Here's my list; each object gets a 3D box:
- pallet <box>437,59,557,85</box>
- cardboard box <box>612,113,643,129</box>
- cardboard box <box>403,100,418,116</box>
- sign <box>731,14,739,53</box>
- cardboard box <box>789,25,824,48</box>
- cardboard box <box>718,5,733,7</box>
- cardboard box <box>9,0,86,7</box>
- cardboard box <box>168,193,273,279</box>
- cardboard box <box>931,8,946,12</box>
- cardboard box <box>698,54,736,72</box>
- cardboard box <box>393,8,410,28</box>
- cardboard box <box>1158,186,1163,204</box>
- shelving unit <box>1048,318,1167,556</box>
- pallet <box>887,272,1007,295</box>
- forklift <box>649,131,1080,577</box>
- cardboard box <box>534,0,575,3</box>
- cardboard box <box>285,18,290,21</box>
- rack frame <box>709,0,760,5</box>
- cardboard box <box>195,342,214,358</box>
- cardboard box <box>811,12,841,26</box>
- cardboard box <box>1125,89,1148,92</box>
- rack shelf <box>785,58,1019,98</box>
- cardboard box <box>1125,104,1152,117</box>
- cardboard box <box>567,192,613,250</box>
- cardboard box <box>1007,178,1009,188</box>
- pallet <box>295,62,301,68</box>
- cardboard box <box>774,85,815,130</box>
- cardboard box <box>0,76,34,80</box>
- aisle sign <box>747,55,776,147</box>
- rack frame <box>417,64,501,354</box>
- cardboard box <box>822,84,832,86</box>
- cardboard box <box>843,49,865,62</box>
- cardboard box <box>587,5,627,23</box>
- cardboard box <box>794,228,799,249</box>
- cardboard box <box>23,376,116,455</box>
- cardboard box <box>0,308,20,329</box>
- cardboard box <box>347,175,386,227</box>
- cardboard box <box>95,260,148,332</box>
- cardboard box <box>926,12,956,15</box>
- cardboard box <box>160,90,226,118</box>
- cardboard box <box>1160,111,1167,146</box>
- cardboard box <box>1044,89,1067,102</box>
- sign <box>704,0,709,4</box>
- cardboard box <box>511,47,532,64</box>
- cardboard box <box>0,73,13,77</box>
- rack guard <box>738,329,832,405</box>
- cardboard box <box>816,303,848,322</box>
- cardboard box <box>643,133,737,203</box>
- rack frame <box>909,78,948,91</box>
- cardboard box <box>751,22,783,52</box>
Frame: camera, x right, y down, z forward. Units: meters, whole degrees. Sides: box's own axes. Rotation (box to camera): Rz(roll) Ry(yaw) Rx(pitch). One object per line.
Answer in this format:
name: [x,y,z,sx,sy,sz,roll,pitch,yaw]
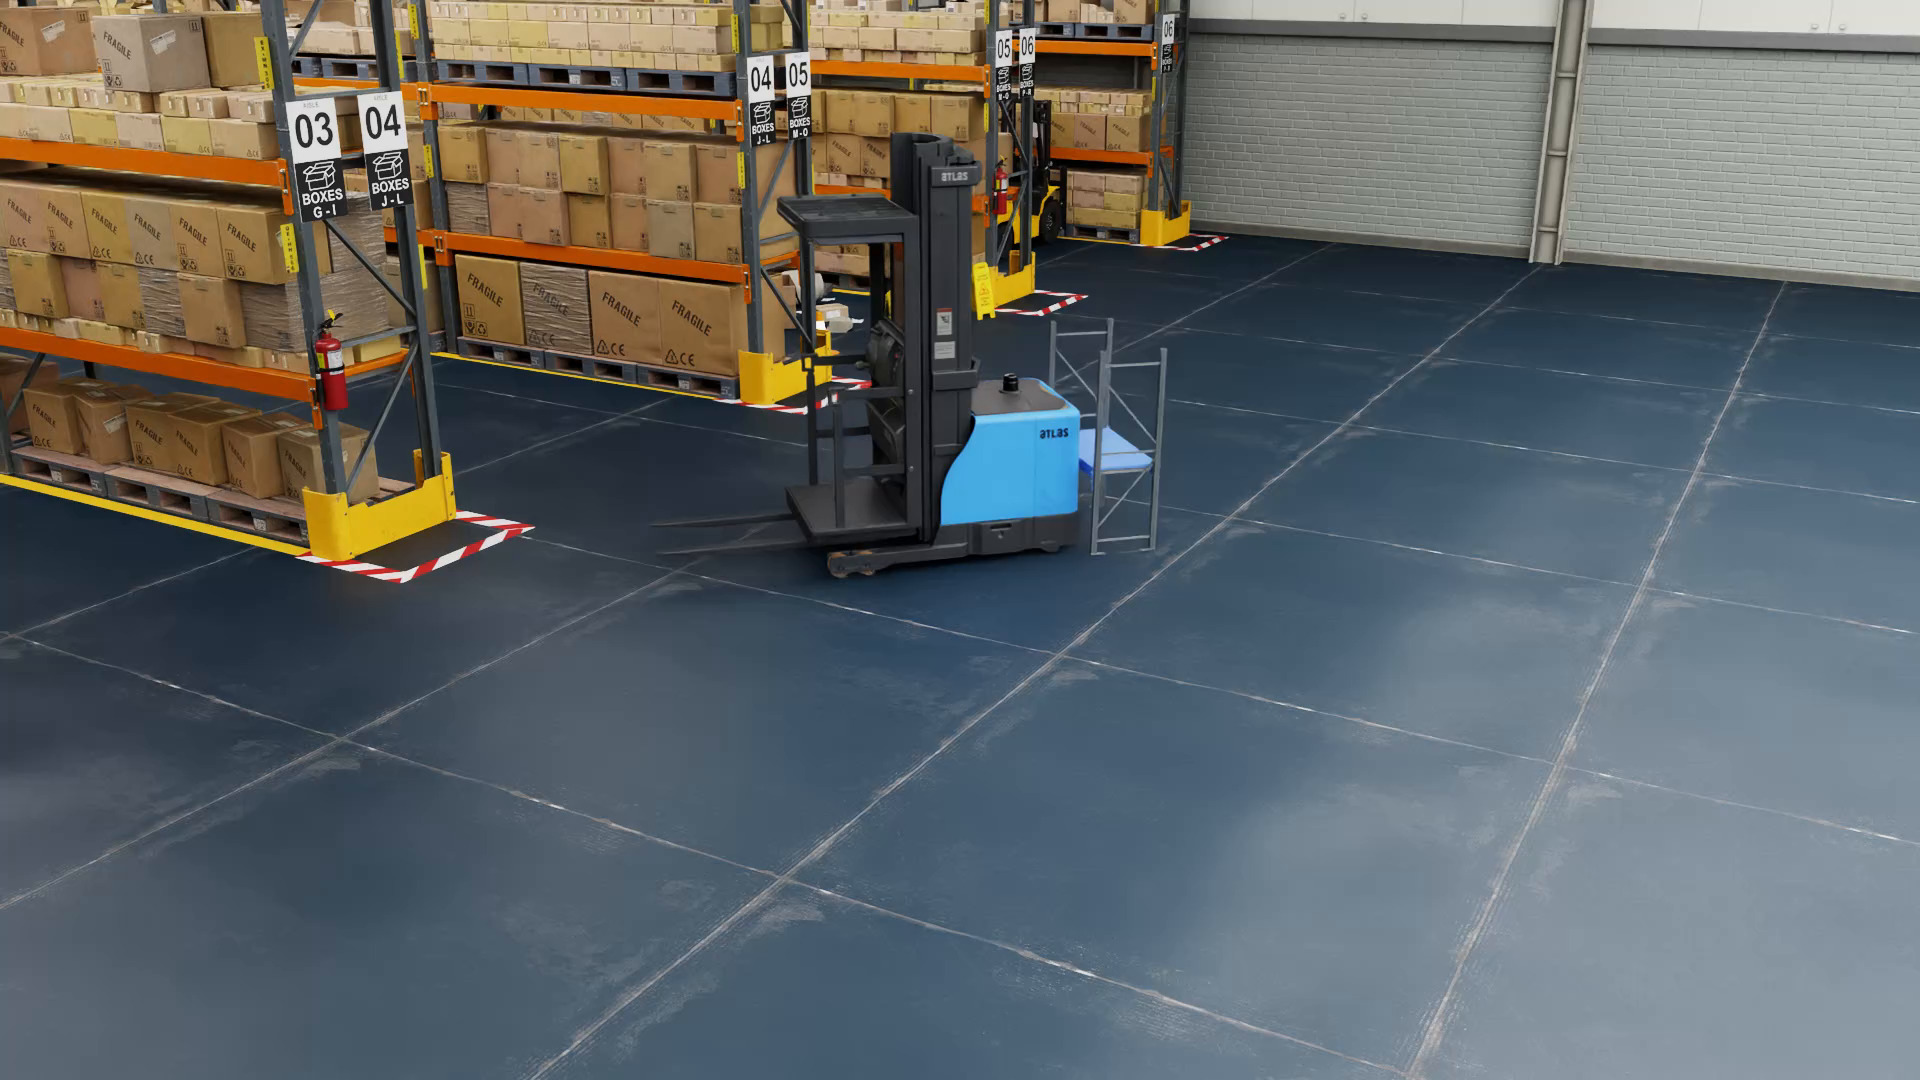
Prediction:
pallet: [-4.513,-4.791,16.906,1.213,0.211,1.003,11,23,27]
cardboard box: [-4.293,-5.615,22.247,0.500,0.500,0.500,12,23,29]
cardboard box: [-7.850,-6.410,24.025,0.500,0.500,0.500,11,23,27]
sign: [-2.007,-4.527,14.864,0.005,0.325,0.100,11,23,27]
cardboard box: [-1.760,-6.207,20.463,0.500,0.250,0.500,11,23,28]
cardboard box: [-2.085,-5.000,15.789,0.250,0.149,0.380,11,23,28]
cardboard box: [-10.922,-6.253,20.037,0.637,0.503,0.797,10,22,27]
cardboard box: [-5.277,-2.193,11.964,0.500,0.500,0.500,11,23,27]
cardboard box: [-0.235,-7.902,24.958,0.250,0.149,0.380,11,23,28]
cardboard box: [-2.186,-4.388,15.269,0.250,0.149,0.380,11,23,27]
cardboard box: [-7.762,-7.387,23.513,0.258,0.266,0.396,10,22,26]
cardboard box: [2.704,-5.145,24.835,0.500,0.250,0.500,11,23,28]
shelving unit: [1.050,-0.785,12.316,0.538,1.500,1.048,-5,20,-16]
pallet: [-0.163,-3.235,20.973,1.213,0.211,1.003,11,23,27]
forklift: [-0.707,-1.317,11.698,3.031,2.935,1.130,-5,21,-15]
cardboard box: [-4.090,-5.382,16.840,0.250,0.149,0.380,11,23,28]
cardboard box: [-7.656,-5.755,18.802,0.500,0.311,0.500,11,23,27]
rack frame: [-2.896,-7.873,20.872,0.127,3.000,1.000,11,23,27]
cardboard box: [-5.457,-1.473,12.396,0.250,0.149,0.380,11,23,27]
cardboard box: [-1.617,-6.370,20.326,0.250,0.149,0.380,10,22,26]
cardboard box: [2.622,-6.540,24.461,0.250,0.149,0.380,12,23,29]
rack shelf: [-1.150,-5.792,20.589,4.000,0.370,1.077,11,23,27]
cardboard box: [2.574,-6.192,23.938,0.250,0.149,0.380,11,23,28]
cardboard box: [-3.478,-3.307,16.863,0.500,0.550,0.875,11,23,27]
cardboard box: [0.400,-4.387,20.430,0.250,0.149,0.380,11,23,28]
pallet: [-8.126,-5.457,18.889,1.003,0.211,1.213,12,23,30]
cardboard box: [-2.183,-5.480,21.025,0.500,0.500,0.700,11,23,28]
cardboard box: [-7.330,-3.460,12.740,0.250,0.149,0.380,10,22,25]
aisle sign: [-1.815,-4.018,15.230,0.004,0.787,0.394,11,23,27]
rack frame: [-5.222,-3.562,17.786,0.127,3.000,1.000,11,23,27]
cardboard box: [-2.239,-7.305,27.005,0.250,0.149,0.380,12,23,29]
cardboard box: [-1.215,-5.898,20.194,0.250,0.149,0.380,10,22,27]
cardboard box: [-3.300,-4.975,15.718,0.250,0.149,0.380,10,22,27]
cardboard box: [-2.040,-4.046,21.437,0.500,0.500,0.500,12,23,29]
cardboard box: [-7.400,-1.046,13.900,0.500,0.500,0.500,10,22,26]
cardboard box: [-7.477,-1.813,13.334,0.250,0.149,0.380,11,23,27]
cardboard box: [-6.249,-3.700,18.021,0.500,0.500,0.500,11,22,27]
cardboard box: [-6.045,-1.954,12.769,0.500,0.500,0.875,11,23,27]
cardboard box: [-0.214,-6.335,20.231,0.250,0.149,0.380,11,23,27]
cardboard box: [-5.325,-3.043,11.592,0.250,0.149,0.380,11,23,28]
cardboard box: [2.716,-6.078,24.575,0.500,0.500,0.500,12,23,29]
cardboard box: [1.434,-6.537,24.452,0.250,0.149,0.380,11,23,28]
sign: [-3.164,-6.725,20.771,0.005,0.325,0.100,11,23,27]
cardboard box: [-4.181,-4.768,16.318,0.250,0.149,0.380,10,22,26]
cardboard box: [-8.092,-3.866,13.458,0.637,0.503,0.797,10,22,25]
rack guard: [-1.709,-1.718,16.368,0.348,0.500,1.175,11,23,27]
cardboard box: [-1.533,-2.664,19.490,0.380,0.149,0.250,-11,23,-29]
cardboard box: [-2.560,-3.612,16.121,0.550,0.550,0.875,11,23,27]
rack frame: [-0.479,-6.531,25.970,0.127,3.000,1.000,11,23,27]
cardboard box: [-2.026,-4.777,15.759,0.500,0.250,0.500,11,23,27]
